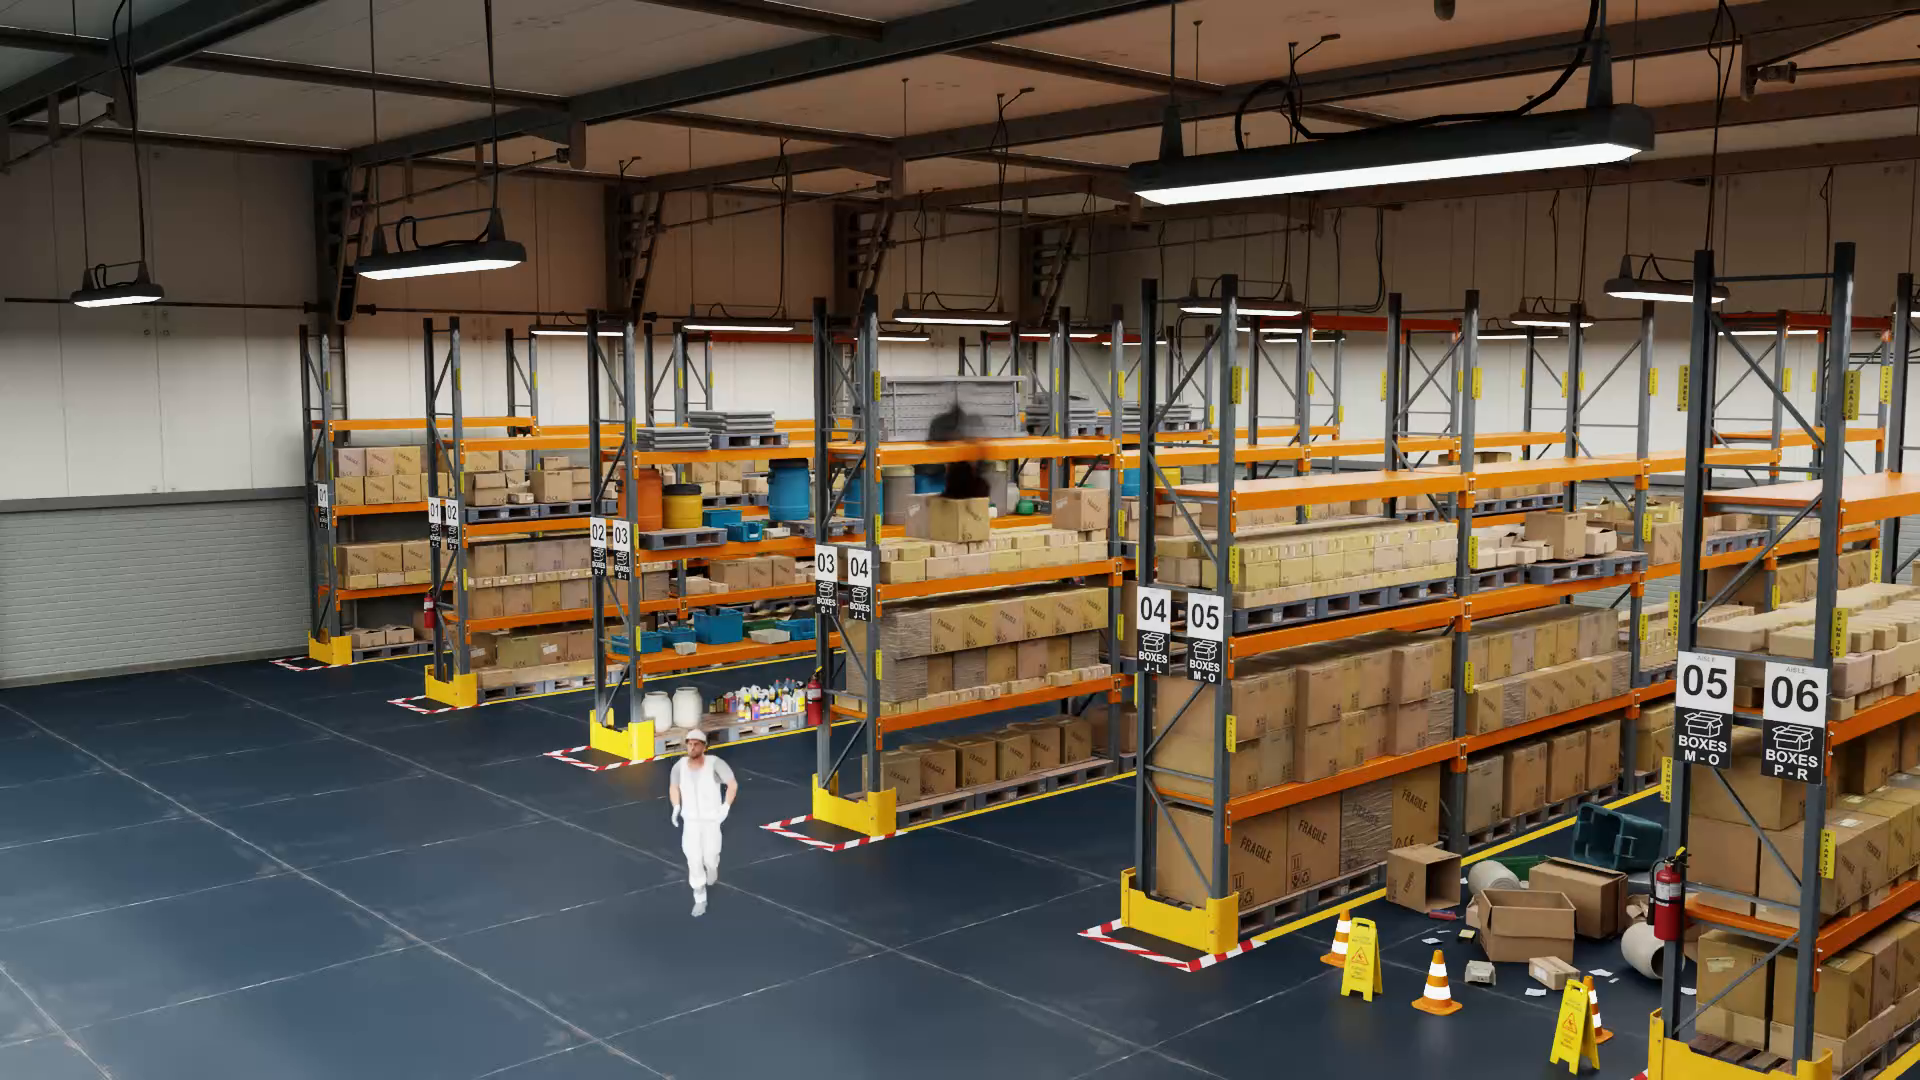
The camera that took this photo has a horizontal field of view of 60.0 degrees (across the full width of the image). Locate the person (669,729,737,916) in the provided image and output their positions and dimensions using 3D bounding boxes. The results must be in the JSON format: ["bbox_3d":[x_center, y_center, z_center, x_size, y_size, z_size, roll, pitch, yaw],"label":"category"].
[{"bbox_3d":[-2.476,2.678,16.082,0.662,1.775,0.689,0,6,3],"label":"person"}]

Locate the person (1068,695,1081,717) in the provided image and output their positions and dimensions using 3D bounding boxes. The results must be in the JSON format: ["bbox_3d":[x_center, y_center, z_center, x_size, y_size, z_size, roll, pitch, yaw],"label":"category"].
[{"bbox_3d":[1.649,1.933,23.953,0.575,1.660,0.562,4,7,37],"label":"person"}]

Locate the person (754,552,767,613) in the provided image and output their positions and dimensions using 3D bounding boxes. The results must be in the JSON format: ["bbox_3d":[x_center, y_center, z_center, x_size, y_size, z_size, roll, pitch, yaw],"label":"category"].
[{"bbox_3d":[-3.940,1.014,32.886,0.590,1.740,0.726,5,7,39],"label":"person"}]
